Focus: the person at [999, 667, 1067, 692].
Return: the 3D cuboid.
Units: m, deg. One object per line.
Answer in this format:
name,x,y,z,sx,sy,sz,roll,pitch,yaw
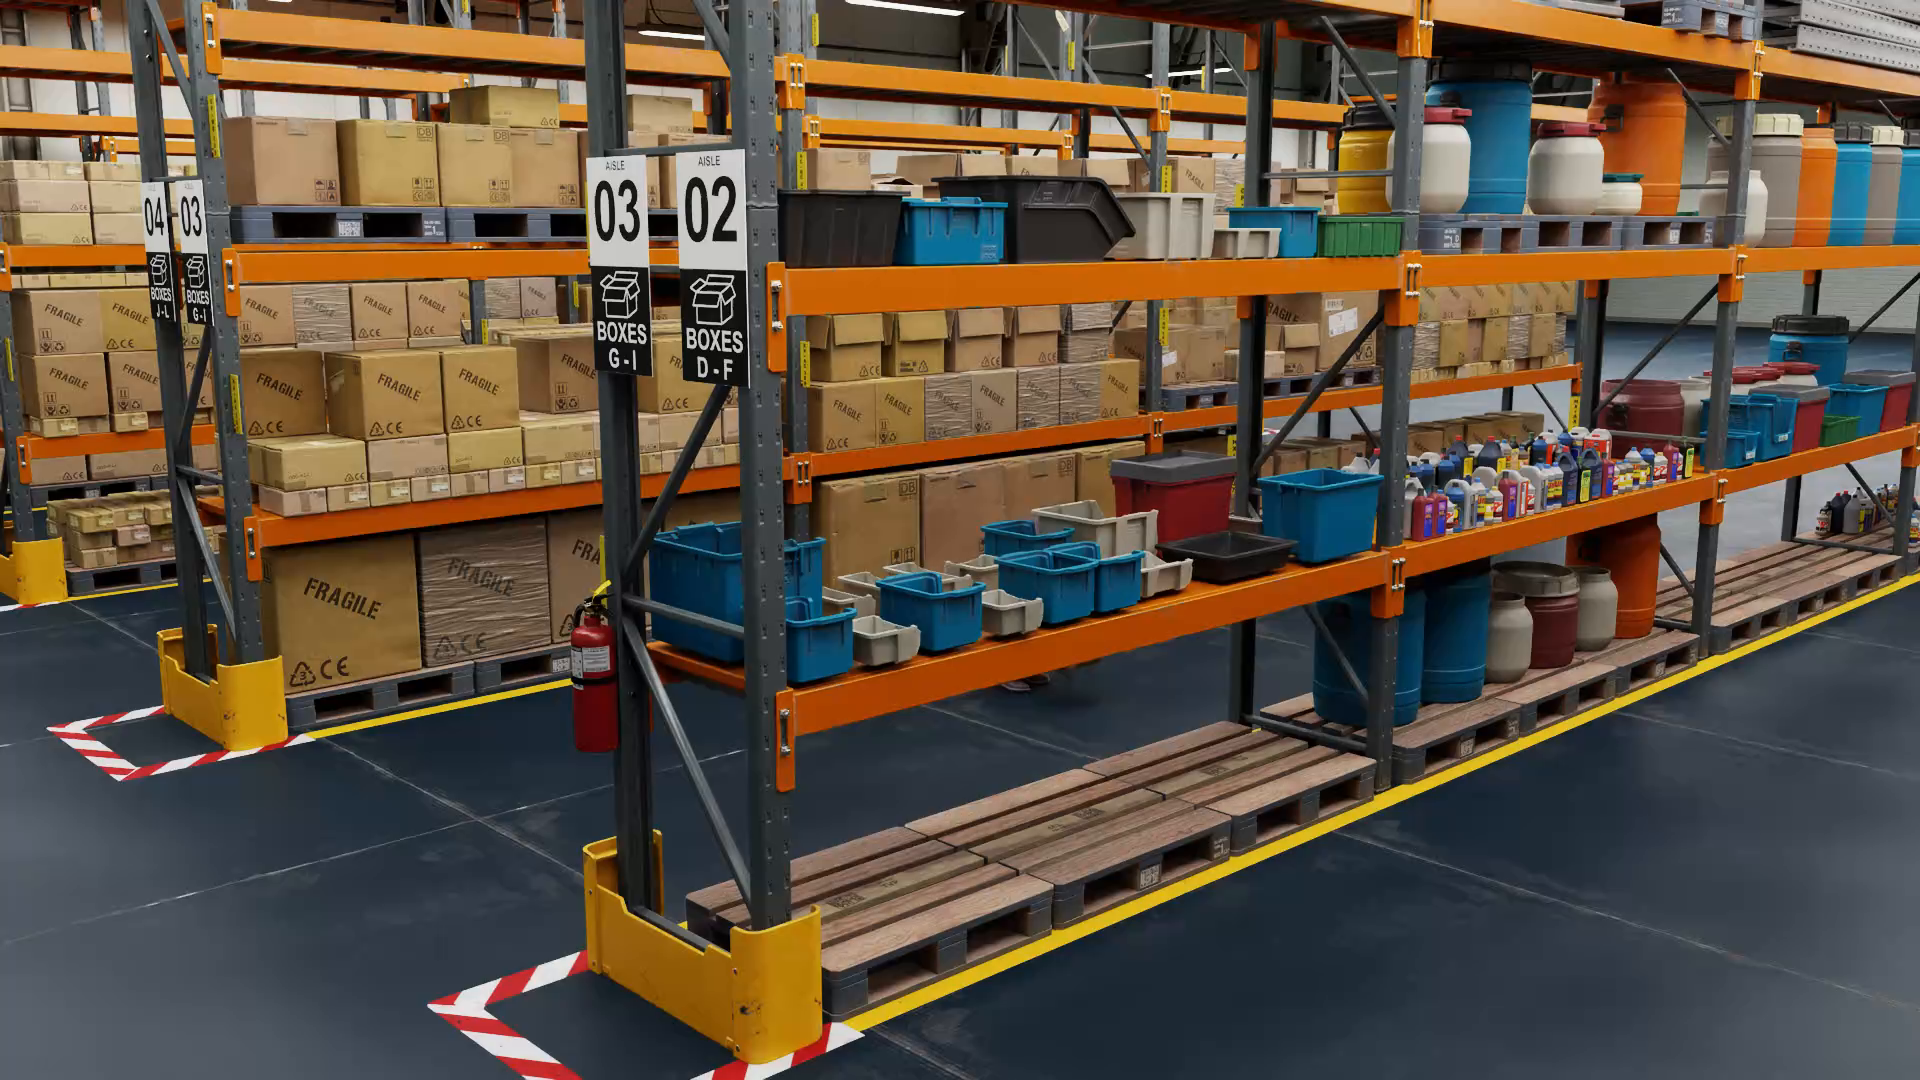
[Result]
person,0.499,0.484,10.702,0.860,0.982,0.459,10,15,43
